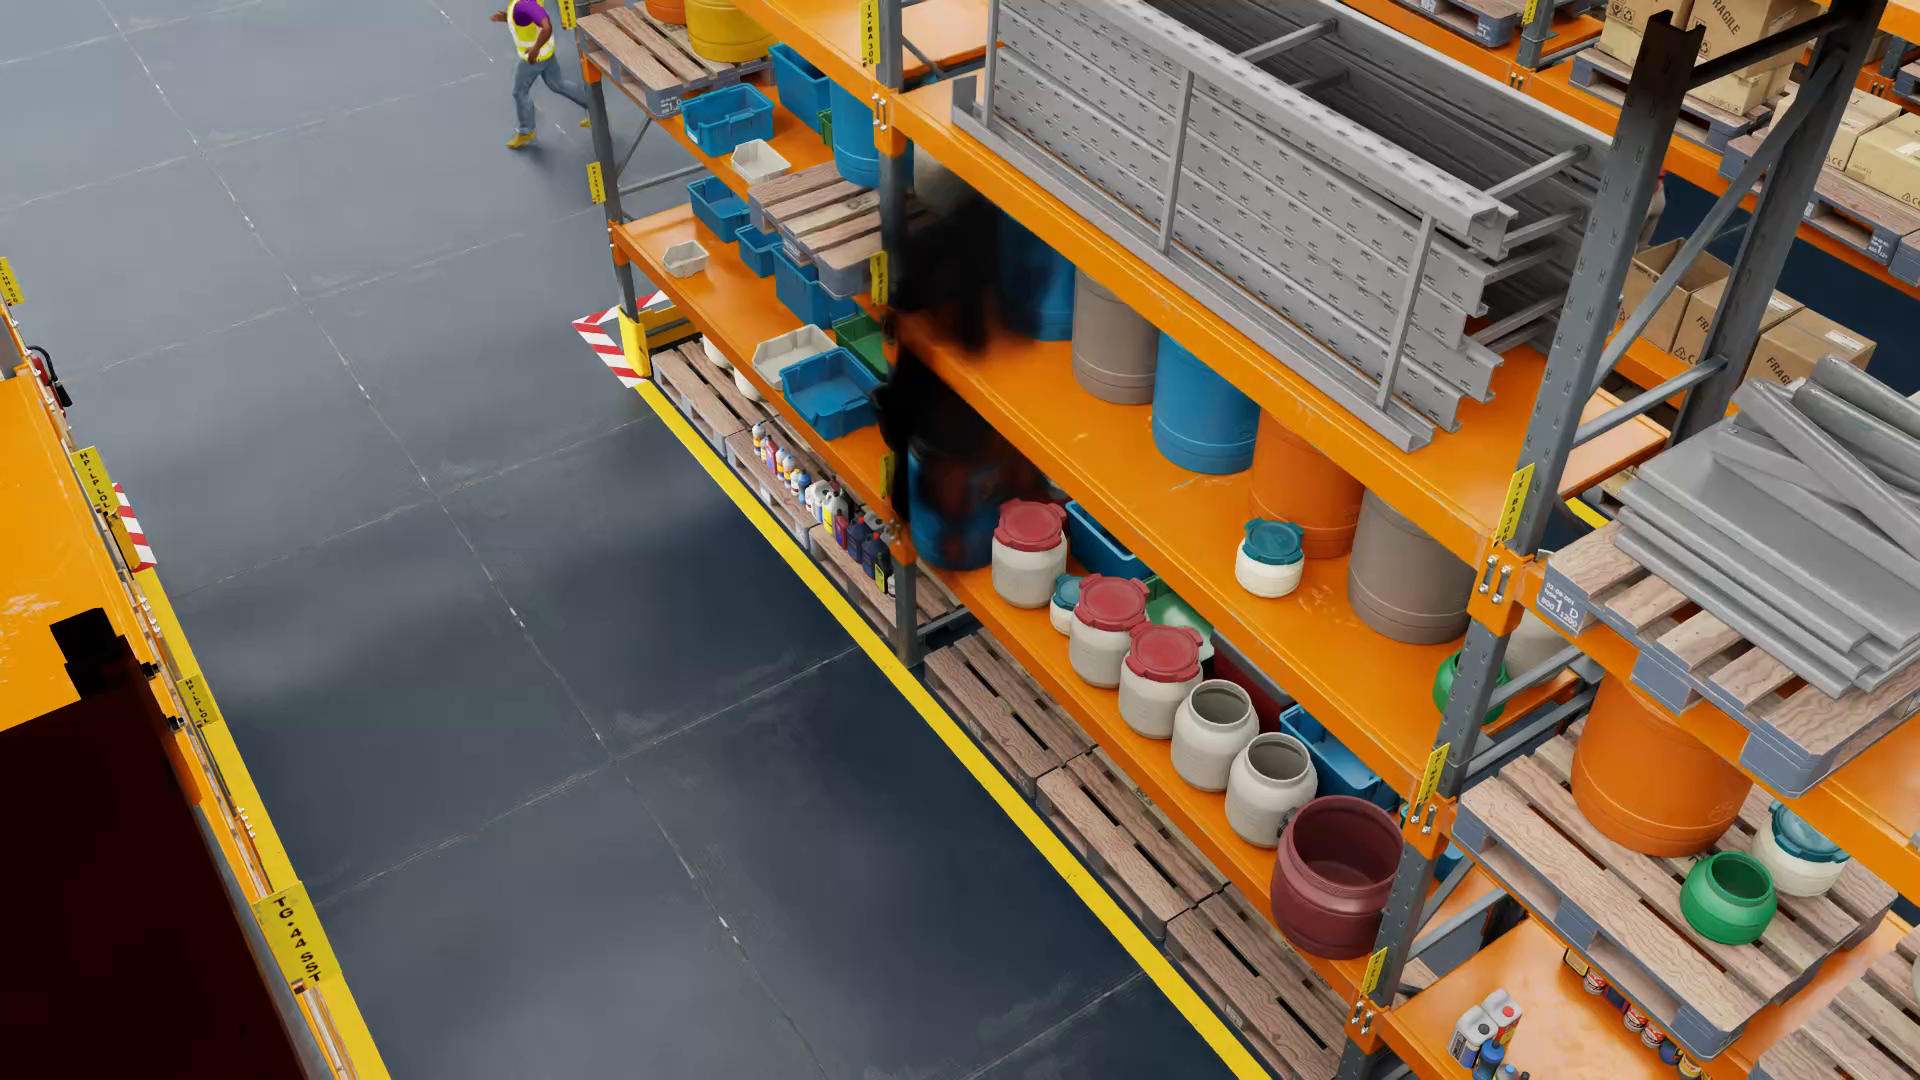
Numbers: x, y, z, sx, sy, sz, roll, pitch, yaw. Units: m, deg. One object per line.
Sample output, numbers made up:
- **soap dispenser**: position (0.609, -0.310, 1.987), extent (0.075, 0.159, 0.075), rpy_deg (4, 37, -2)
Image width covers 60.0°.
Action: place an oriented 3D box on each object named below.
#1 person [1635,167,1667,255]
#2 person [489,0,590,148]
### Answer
- **person**: position (5.447, -2.674, 13.406), extent (0.640, 1.791, 0.755), rpy_deg (-25, 48, -25)
- **person**: position (-3.850, -4.471, 15.314), extent (0.948, 1.801, 0.712), rpy_deg (-1, 43, -1)
